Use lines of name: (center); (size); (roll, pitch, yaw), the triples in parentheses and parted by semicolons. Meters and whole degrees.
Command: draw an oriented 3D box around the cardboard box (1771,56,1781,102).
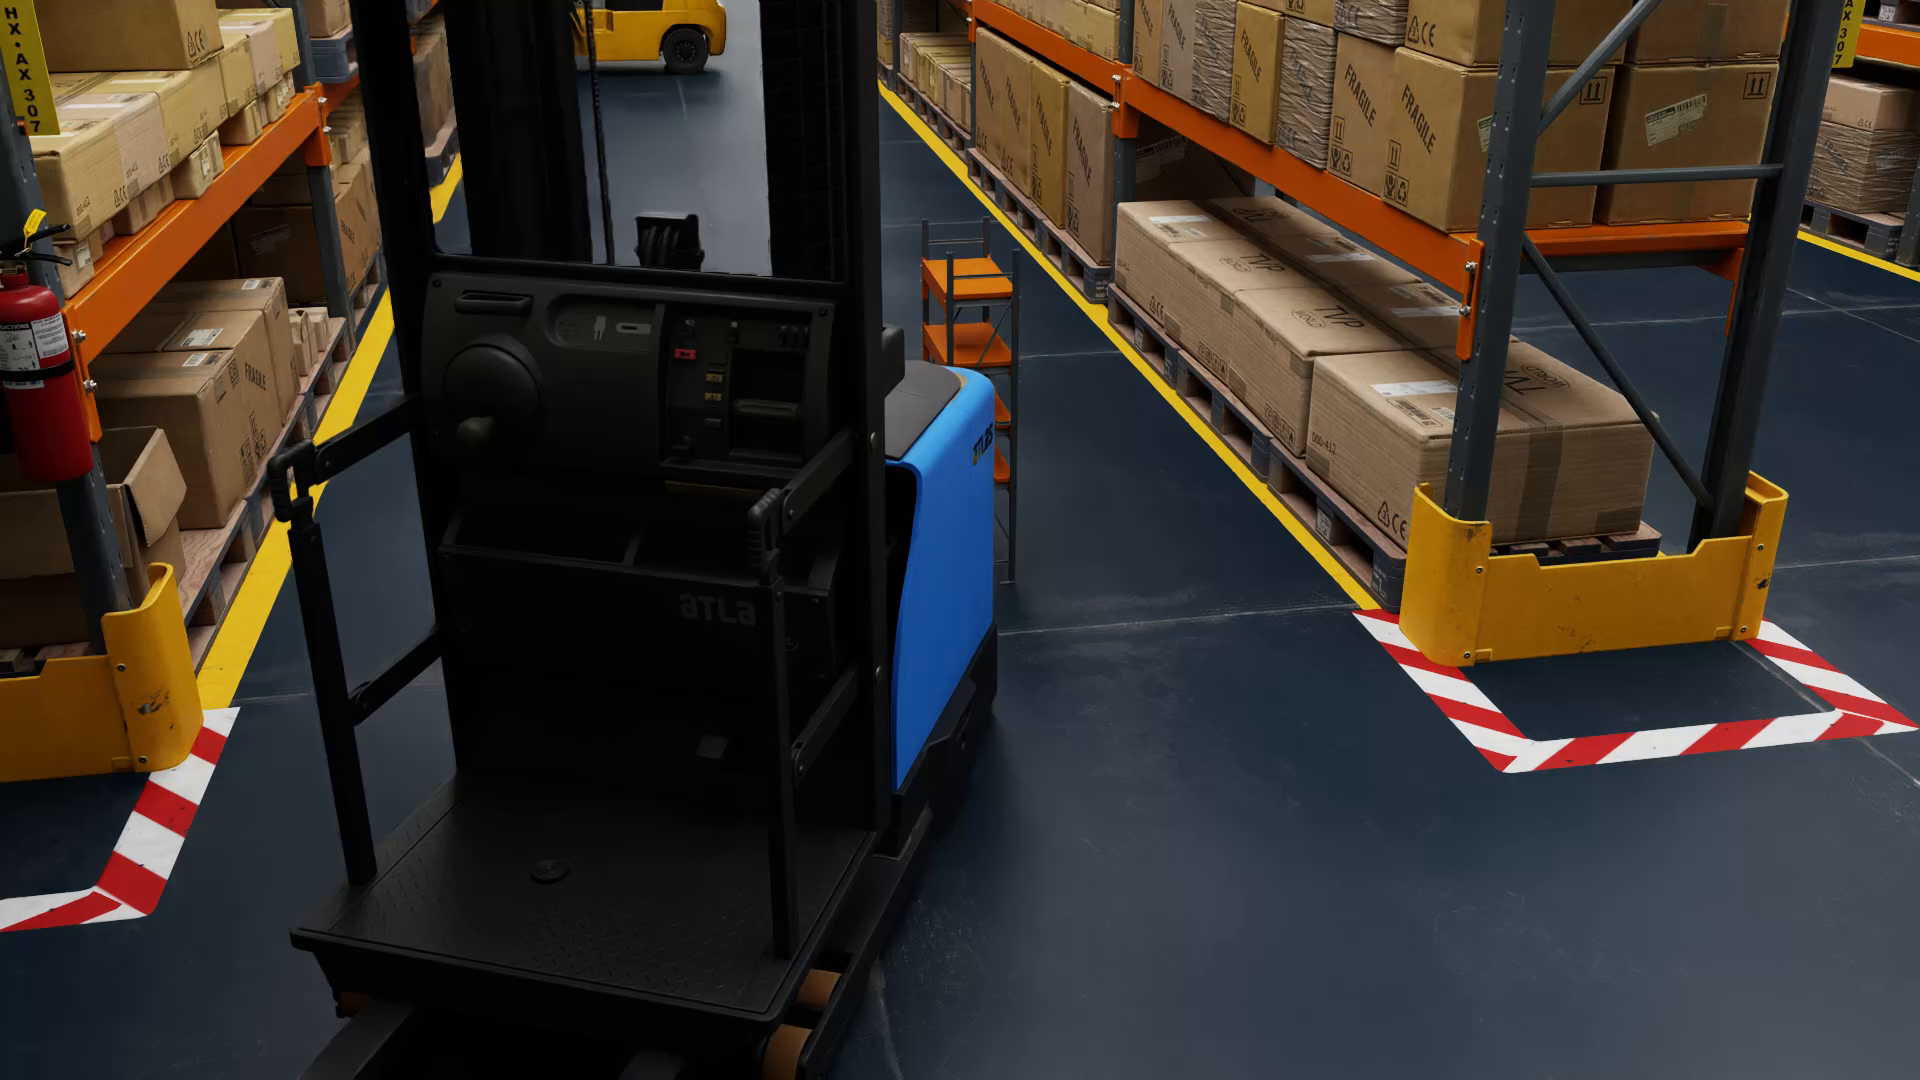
cardboard box: (5.588, -3.138, 11.348); (0.500, 0.250, 0.500); (-5, 24, -12)

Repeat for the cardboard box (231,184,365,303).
cardboard box: (-3.424, -1.542, 8.631); (0.500, 0.500, 0.500); (-3, 24, -7)

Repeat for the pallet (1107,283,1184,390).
pallet: (1.386, -1.074, 8.445); (1.003, 0.211, 1.213); (-4, 24, -10)

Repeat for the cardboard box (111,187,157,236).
cardboard box: (-2.769, -1.050, 5.221); (0.380, 0.149, 0.250); (-4, 24, -8)

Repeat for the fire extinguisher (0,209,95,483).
fire extinguisher: (-2.335, -0.485, 4.174); (0.296, 0.674, 0.183); (-4, 24, -10)

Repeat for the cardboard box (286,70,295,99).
cardboard box: (-3.248, -2.066, 7.547); (0.380, 0.149, 0.250); (-4, 24, -9)

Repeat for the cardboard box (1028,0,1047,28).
cardboard box: (0.724, -3.349, 10.358); (0.500, 0.250, 0.500); (-4, 24, -10)

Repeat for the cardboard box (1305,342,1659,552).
cardboard box: (1.841, -0.354, 5.989); (0.875, 0.438, 0.875); (-5, 24, -12)

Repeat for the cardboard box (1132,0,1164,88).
cardboard box: (1.151, -2.499, 8.098); (0.500, 0.500, 0.500); (-4, 24, -8)

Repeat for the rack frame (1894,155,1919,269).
rack frame: (6.168, -3.063, 9.515); (1.000, 3.000, 0.127); (-4, 24, -10)

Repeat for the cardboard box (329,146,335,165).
cardboard box: (-3.546, -1.996, 8.861); (0.380, 0.149, 0.250); (-6, 24, -12)

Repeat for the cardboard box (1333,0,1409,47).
cardboard box: (1.613, -1.963, 5.622); (0.500, 0.500, 0.500); (-4, 24, -10)

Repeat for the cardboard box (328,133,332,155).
cardboard box: (-3.456, -2.028, 8.562); (0.380, 0.149, 0.250); (-5, 24, -12)

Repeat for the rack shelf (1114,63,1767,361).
rack shelf: (1.692, -1.540, 6.928); (1.077, 0.370, 4.000); (-4, 24, -10)

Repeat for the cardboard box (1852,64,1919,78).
cardboard box: (6.190, -2.973, 10.971); (0.500, 0.250, 0.500); (-4, 24, -8)

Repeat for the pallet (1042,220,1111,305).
pallet: (1.105, -1.677, 9.826); (1.003, 0.211, 1.213); (-4, 24, -10)

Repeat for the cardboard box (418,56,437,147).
cardboard box: (-4.397, -3.212, 12.299); (0.875, 0.625, 0.625); (-4, 24, -8)

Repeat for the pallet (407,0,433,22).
pallet: (-4.101, -3.512, 10.783); (1.213, 0.211, 1.003); (-4, 24, -10)

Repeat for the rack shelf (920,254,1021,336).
rack shelf: (0.031, -0.845, 5.703); (0.258, 0.148, 0.480); (-4, 24, -10)

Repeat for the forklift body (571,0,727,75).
forklift body: (-3.631, -6.008, 17.319); (2.313, 2.155, 1.214); (-4, 24, -10)

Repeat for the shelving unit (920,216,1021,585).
shelving unit: (0.031, -0.485, 5.861); (0.258, 1.200, 0.503); (-4, 24, -10)

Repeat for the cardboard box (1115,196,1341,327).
cardboard box: (1.332, -1.420, 8.431); (0.875, 0.438, 0.875); (-5, 24, -11)

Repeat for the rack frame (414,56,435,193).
rack frame: (-4.295, -3.861, 11.343); (1.000, 3.000, 0.127); (-4, 24, -10)

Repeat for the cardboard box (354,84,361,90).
cardboard box: (-3.874, -2.925, 10.987); (0.380, 0.149, 0.250); (-6, 24, -12)

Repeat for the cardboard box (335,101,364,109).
cardboard box: (-3.818, -2.613, 10.273); (0.380, 0.149, 0.250); (-5, 24, -11)

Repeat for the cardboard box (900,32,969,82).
cardboard box: (-0.058, -4.586, 15.760); (0.950, 0.372, 0.625); (-4, 24, -9)

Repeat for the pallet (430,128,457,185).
pallet: (-4.409, -2.910, 12.649); (1.003, 0.211, 1.213); (-4, 24, -10)

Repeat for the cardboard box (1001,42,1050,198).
cardboard box: (0.789, -2.820, 11.089); (0.875, 0.875, 0.875); (-4, 24, -9)

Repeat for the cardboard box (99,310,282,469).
cardboard box: (-2.955, -0.564, 6.391); (0.500, 0.500, 0.500); (-4, 24, -9)

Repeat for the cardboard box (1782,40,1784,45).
cardboard box: (5.916, -3.579, 12.359); (0.500, 0.250, 0.500); (-4, 24, -9)

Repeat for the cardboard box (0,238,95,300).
cardboard box: (-2.607, -0.749, 4.531); (0.380, 0.149, 0.250); (-4, 24, -10)

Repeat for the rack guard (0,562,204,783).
rack guard: (-2.830, 0.401, 4.707); (1.175, 0.500, 0.348); (-4, 24, -10)

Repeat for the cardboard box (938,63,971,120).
cardboard box: (0.343, -3.731, 13.803); (0.950, 0.372, 0.625); (-5, 24, -11)

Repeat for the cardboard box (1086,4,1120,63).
cardboard box: (0.991, -2.746, 8.977); (0.500, 0.250, 0.500); (-5, 24, -11)

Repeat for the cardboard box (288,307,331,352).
cardboard box: (-3.164, -0.977, 7.775); (0.380, 0.149, 0.250); (-5, 24, -11)

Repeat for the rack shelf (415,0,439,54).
rack shelf: (-4.665, -4.318, 13.289); (1.077, 0.370, 4.000); (-4, 24, -10)

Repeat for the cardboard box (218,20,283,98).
cardboard box: (-3.114, -1.977, 6.845); (0.500, 0.250, 0.500); (-4, 24, -10)

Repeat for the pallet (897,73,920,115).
pallet: (-0.012, -4.219, 15.647); (1.003, 0.211, 1.213); (-4, 24, -10)

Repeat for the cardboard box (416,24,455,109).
cardboard box: (-4.791, -4.029, 14.169); (0.875, 0.625, 0.625); (-5, 24, -10)

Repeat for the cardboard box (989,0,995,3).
cardboard box: (0.425, -3.950, 11.734); (0.500, 0.250, 0.500); (-5, 24, -11)

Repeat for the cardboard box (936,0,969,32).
cardboard box: (-0.001, -5.332, 16.684); (0.500, 0.500, 0.500); (-3, 24, -7)

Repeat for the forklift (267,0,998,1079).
forklift: (-0.764, -0.322, 3.325); (1.130, 2.935, 3.031); (6, 24, 14)

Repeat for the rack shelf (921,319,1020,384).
rack shelf: (0.031, -0.628, 5.798); (0.258, 0.148, 0.480); (-4, 24, -10)

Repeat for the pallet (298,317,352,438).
pallet: (-3.430, -0.740, 7.680); (1.003, 0.211, 1.213); (-4, 24, -10)

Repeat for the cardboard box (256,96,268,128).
cardboard box: (-3.085, -1.760, 6.845); (0.380, 0.149, 0.250); (-4, 24, -8)

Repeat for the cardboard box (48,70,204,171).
cardboard box: (-2.825, -1.378, 5.473); (0.500, 0.250, 0.500); (-5, 24, -11)

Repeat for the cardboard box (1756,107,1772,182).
cardboard box: (5.689, -2.584, 11.017); (0.500, 0.500, 0.500); (-5, 24, -11)

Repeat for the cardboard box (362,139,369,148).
cardboard box: (-3.710, -2.152, 10.027); (0.500, 0.500, 0.500); (-5, 24, -12)

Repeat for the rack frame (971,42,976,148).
rack frame: (0.582, -4.230, 12.188); (1.000, 3.000, 0.127); (-4, 24, -10)

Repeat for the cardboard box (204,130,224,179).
cardboard box: (-2.865, -1.362, 5.934); (0.380, 0.149, 0.250); (-4, 24, -9)

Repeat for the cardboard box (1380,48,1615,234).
cardboard box: (1.712, -1.299, 5.353); (0.500, 0.500, 0.500); (-4, 24, -9)

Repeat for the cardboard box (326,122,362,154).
cardboard box: (-3.663, -2.302, 9.561); (0.380, 0.149, 0.250); (-3, 24, -8)

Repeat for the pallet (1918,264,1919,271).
pallet: (6.327, -1.523, 9.474); (1.003, 0.211, 1.213); (-4, 24, -10)

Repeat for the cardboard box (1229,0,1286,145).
cardboard box: (1.421, -1.902, 6.732); (0.500, 0.500, 0.500); (-4, 24, -8)

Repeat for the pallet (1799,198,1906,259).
pallet: (6.022, -2.091, 10.774); (1.003, 0.211, 1.213); (-4, 24, -10)
